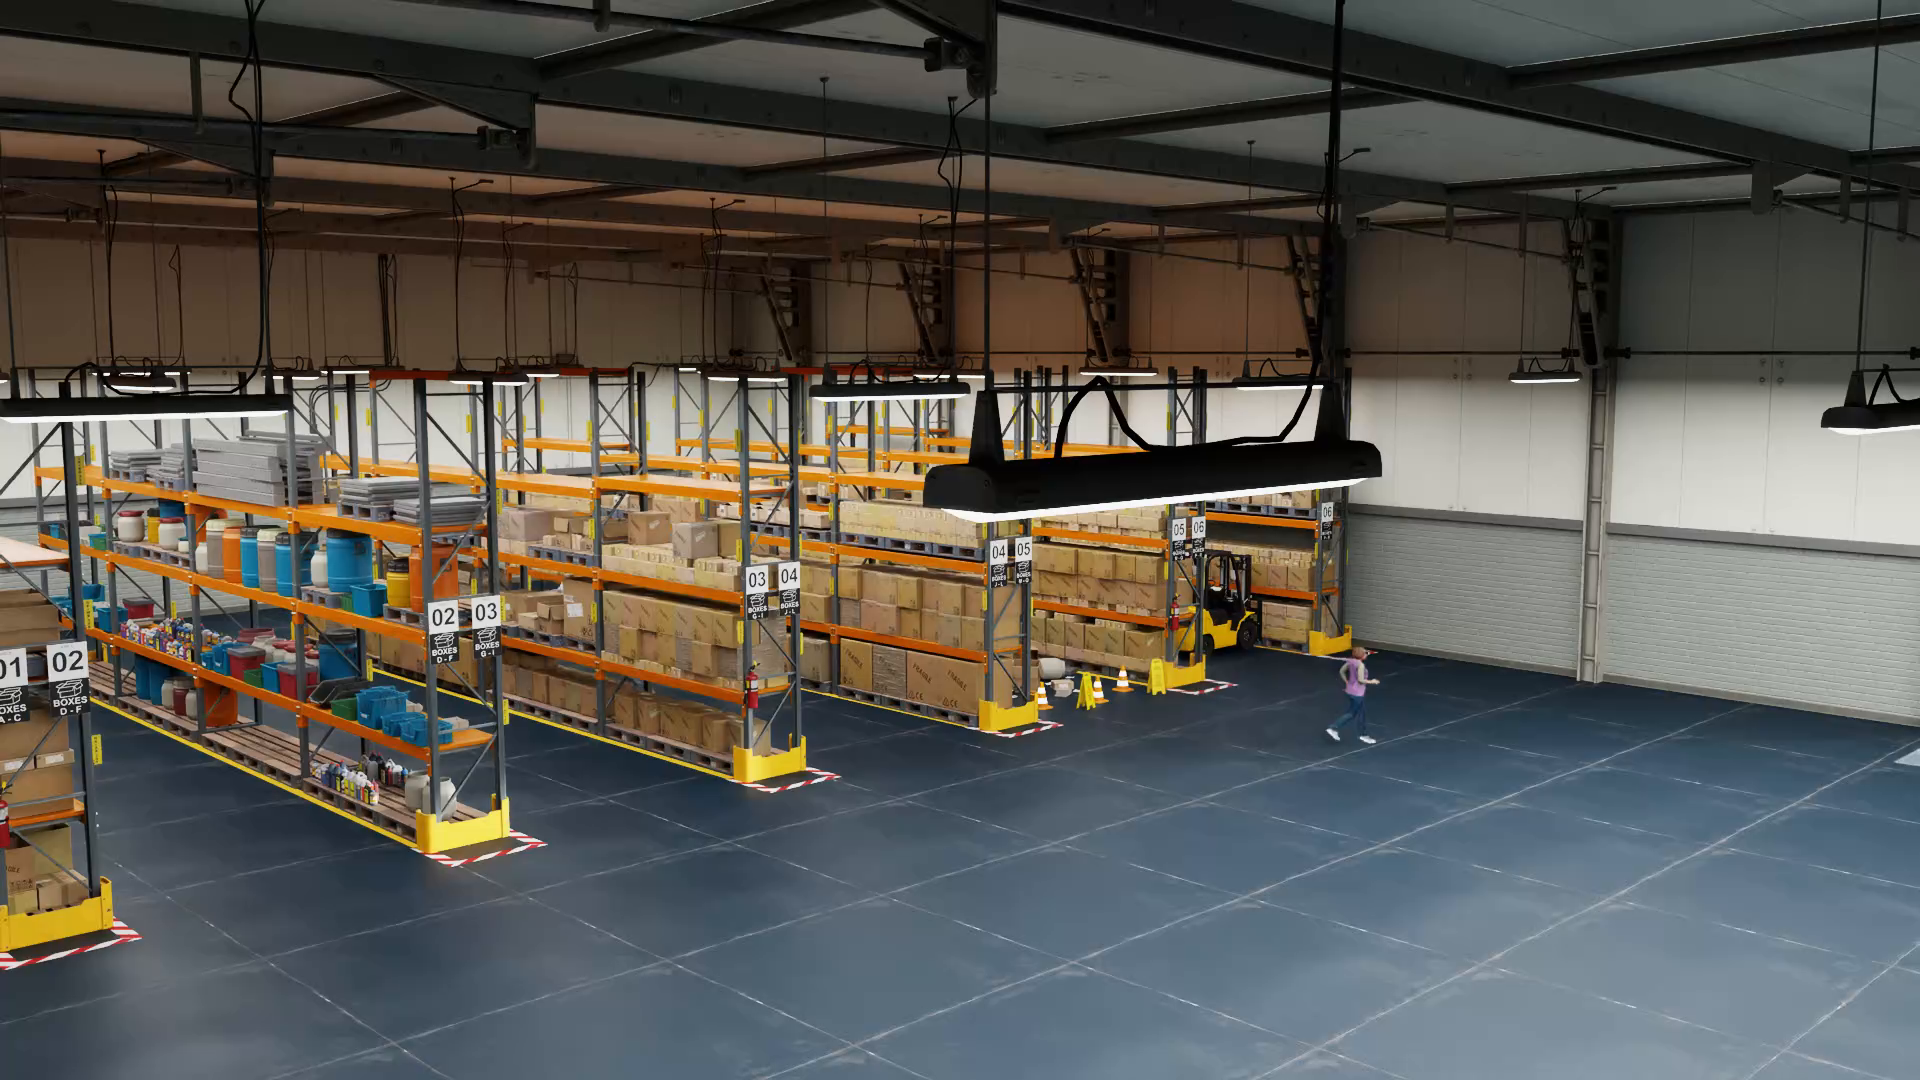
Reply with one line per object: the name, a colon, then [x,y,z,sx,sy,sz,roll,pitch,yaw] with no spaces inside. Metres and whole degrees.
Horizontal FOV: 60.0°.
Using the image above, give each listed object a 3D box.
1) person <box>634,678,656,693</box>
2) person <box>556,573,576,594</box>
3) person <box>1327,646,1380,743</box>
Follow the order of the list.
person: [-5.891,1.961,30.946,0.705,1.776,0.863,-6,9,-41]
person: [-8.105,1.530,34.741,0.696,1.763,0.941,-5,8,-40]
person: [6.334,2.511,26.859,0.855,1.605,0.516,-1,6,-7]
